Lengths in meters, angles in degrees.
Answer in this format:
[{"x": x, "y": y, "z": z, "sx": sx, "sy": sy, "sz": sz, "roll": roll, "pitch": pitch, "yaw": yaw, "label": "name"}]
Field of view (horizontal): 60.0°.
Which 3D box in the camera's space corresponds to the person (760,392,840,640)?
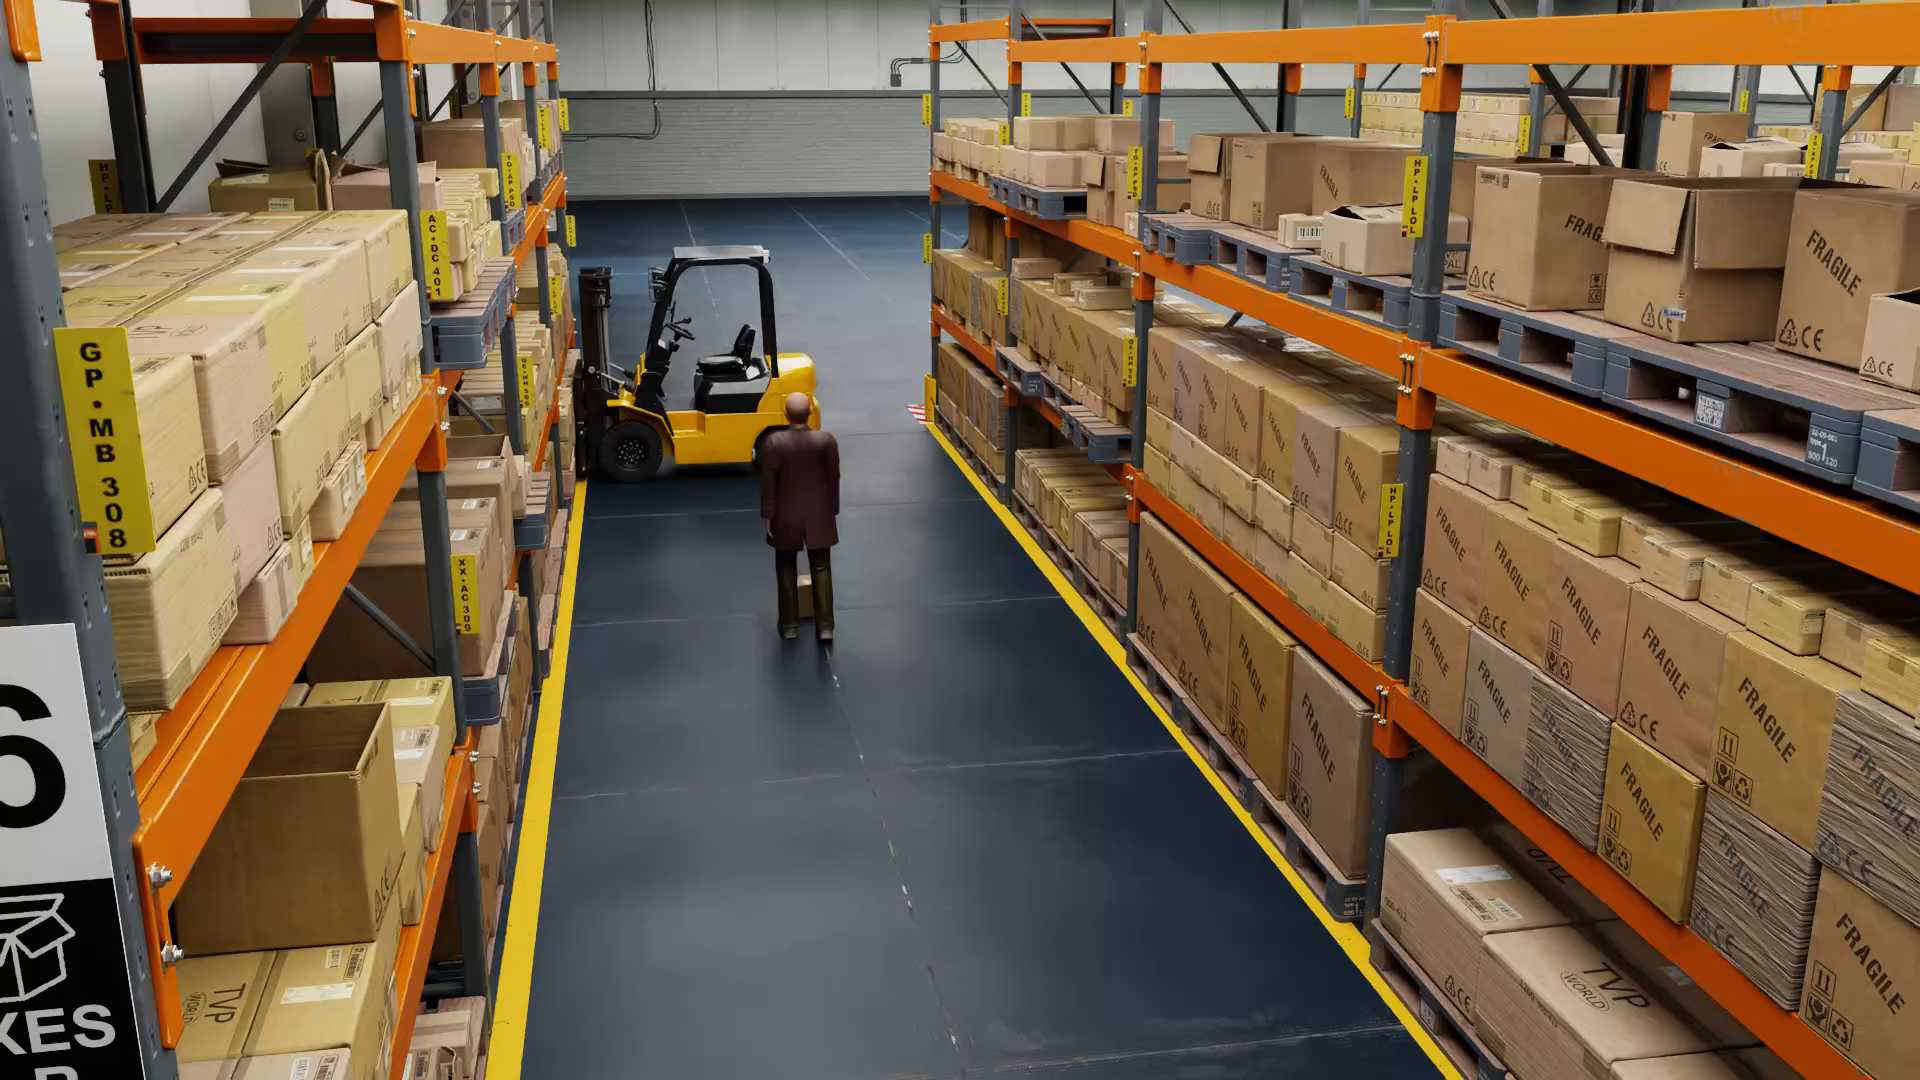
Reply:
[{"x": -1.121, "y": -0.152, "z": 11.684, "sx": 0.565, "sy": 1.816, "sz": 0.506, "roll": -3, "pitch": 16, "yaw": -9, "label": "person"}]
